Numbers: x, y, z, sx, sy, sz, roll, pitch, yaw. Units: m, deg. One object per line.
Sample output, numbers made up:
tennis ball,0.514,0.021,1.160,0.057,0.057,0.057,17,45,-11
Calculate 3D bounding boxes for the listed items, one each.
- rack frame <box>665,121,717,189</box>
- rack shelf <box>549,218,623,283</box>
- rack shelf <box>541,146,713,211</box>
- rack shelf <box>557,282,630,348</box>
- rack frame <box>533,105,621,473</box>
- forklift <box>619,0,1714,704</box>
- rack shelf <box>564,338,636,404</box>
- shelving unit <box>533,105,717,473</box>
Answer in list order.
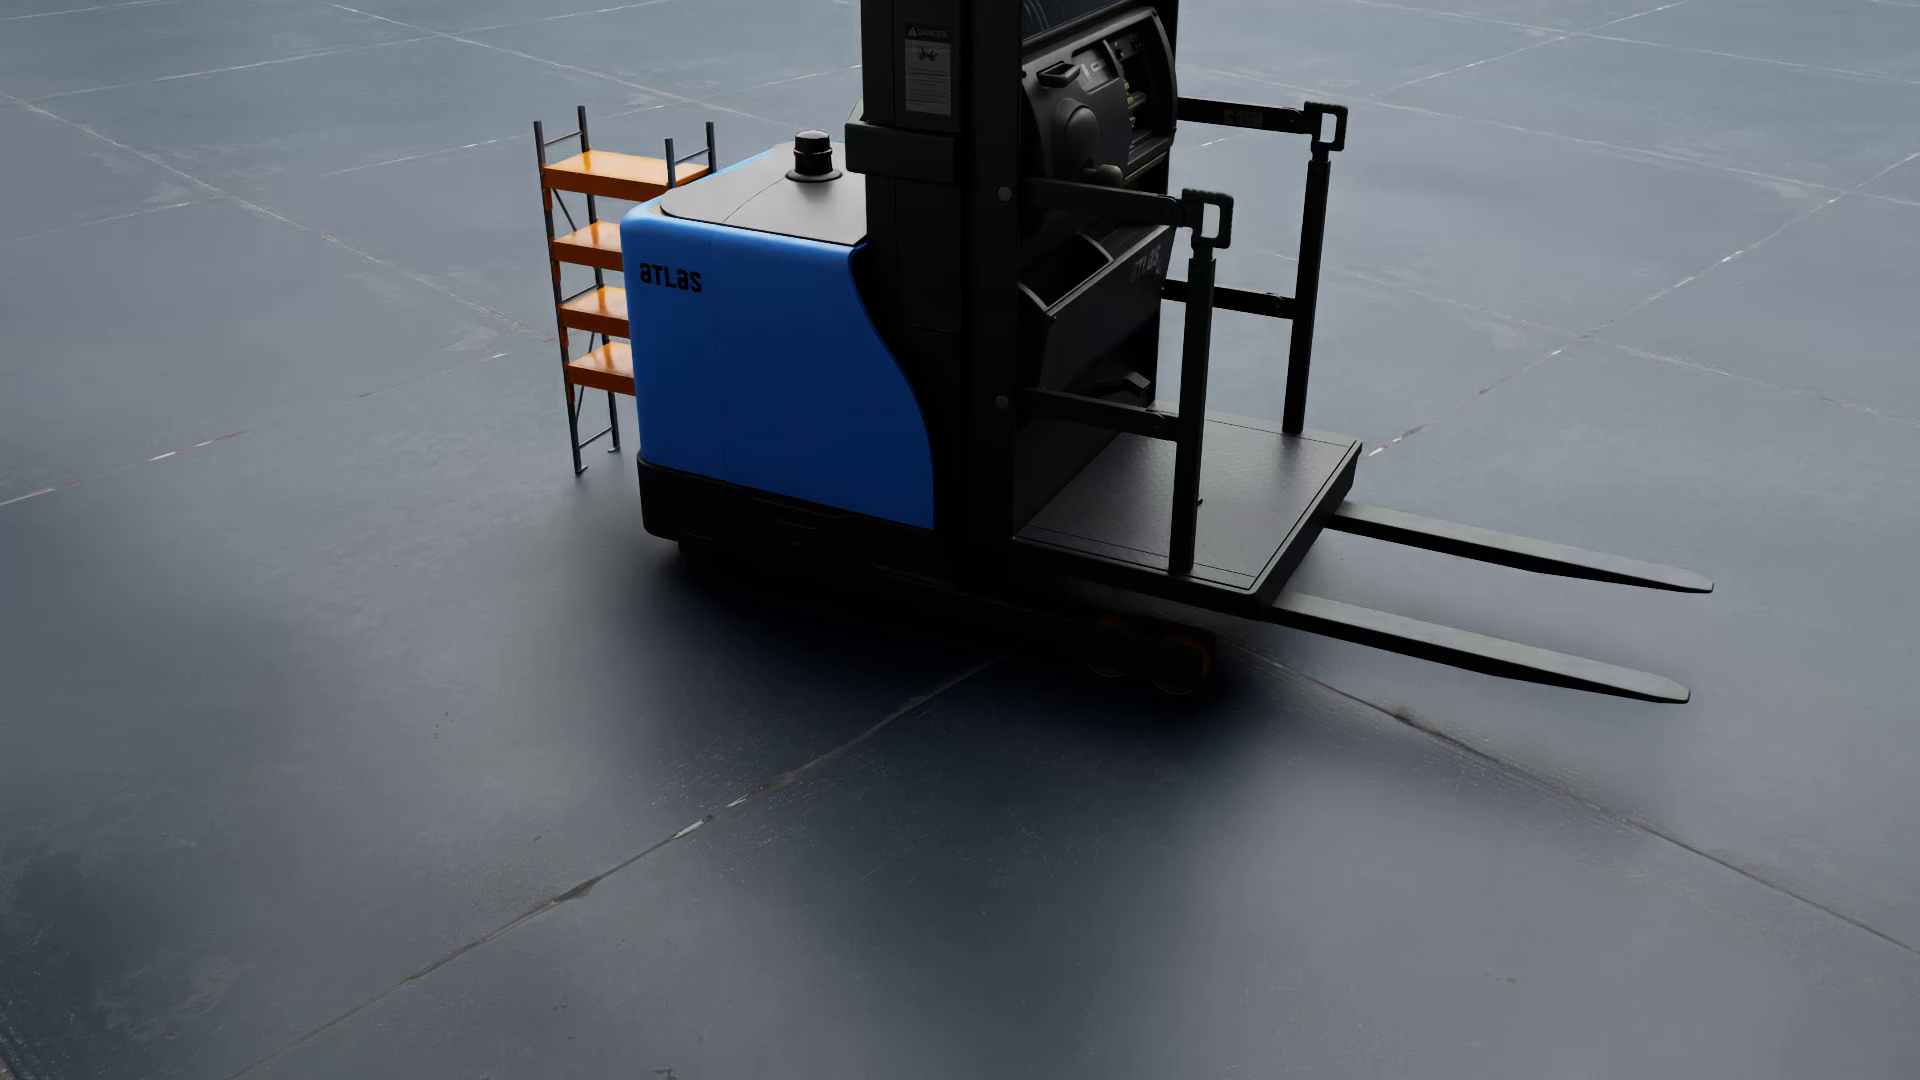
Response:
rack frame,-0.819,-0.711,5.314,0.015,1.200,0.240,13,30,23
rack shelf,-1.039,-0.899,5.335,0.480,0.148,0.258,13,30,23
rack shelf,-1.039,-1.109,5.225,0.480,0.148,0.258,13,30,23
rack shelf,-1.039,-0.701,5.439,0.480,0.148,0.258,13,30,23
rack frame,-1.258,-0.811,5.502,0.015,1.200,0.240,13,30,23
forklift,0.562,-1.164,4.315,3.031,2.935,1.130,13,31,24
rack shelf,-1.039,-0.526,5.532,0.480,0.148,0.258,13,30,23
shelving unit,-1.039,-0.761,5.408,0.503,1.200,0.258,13,30,23
